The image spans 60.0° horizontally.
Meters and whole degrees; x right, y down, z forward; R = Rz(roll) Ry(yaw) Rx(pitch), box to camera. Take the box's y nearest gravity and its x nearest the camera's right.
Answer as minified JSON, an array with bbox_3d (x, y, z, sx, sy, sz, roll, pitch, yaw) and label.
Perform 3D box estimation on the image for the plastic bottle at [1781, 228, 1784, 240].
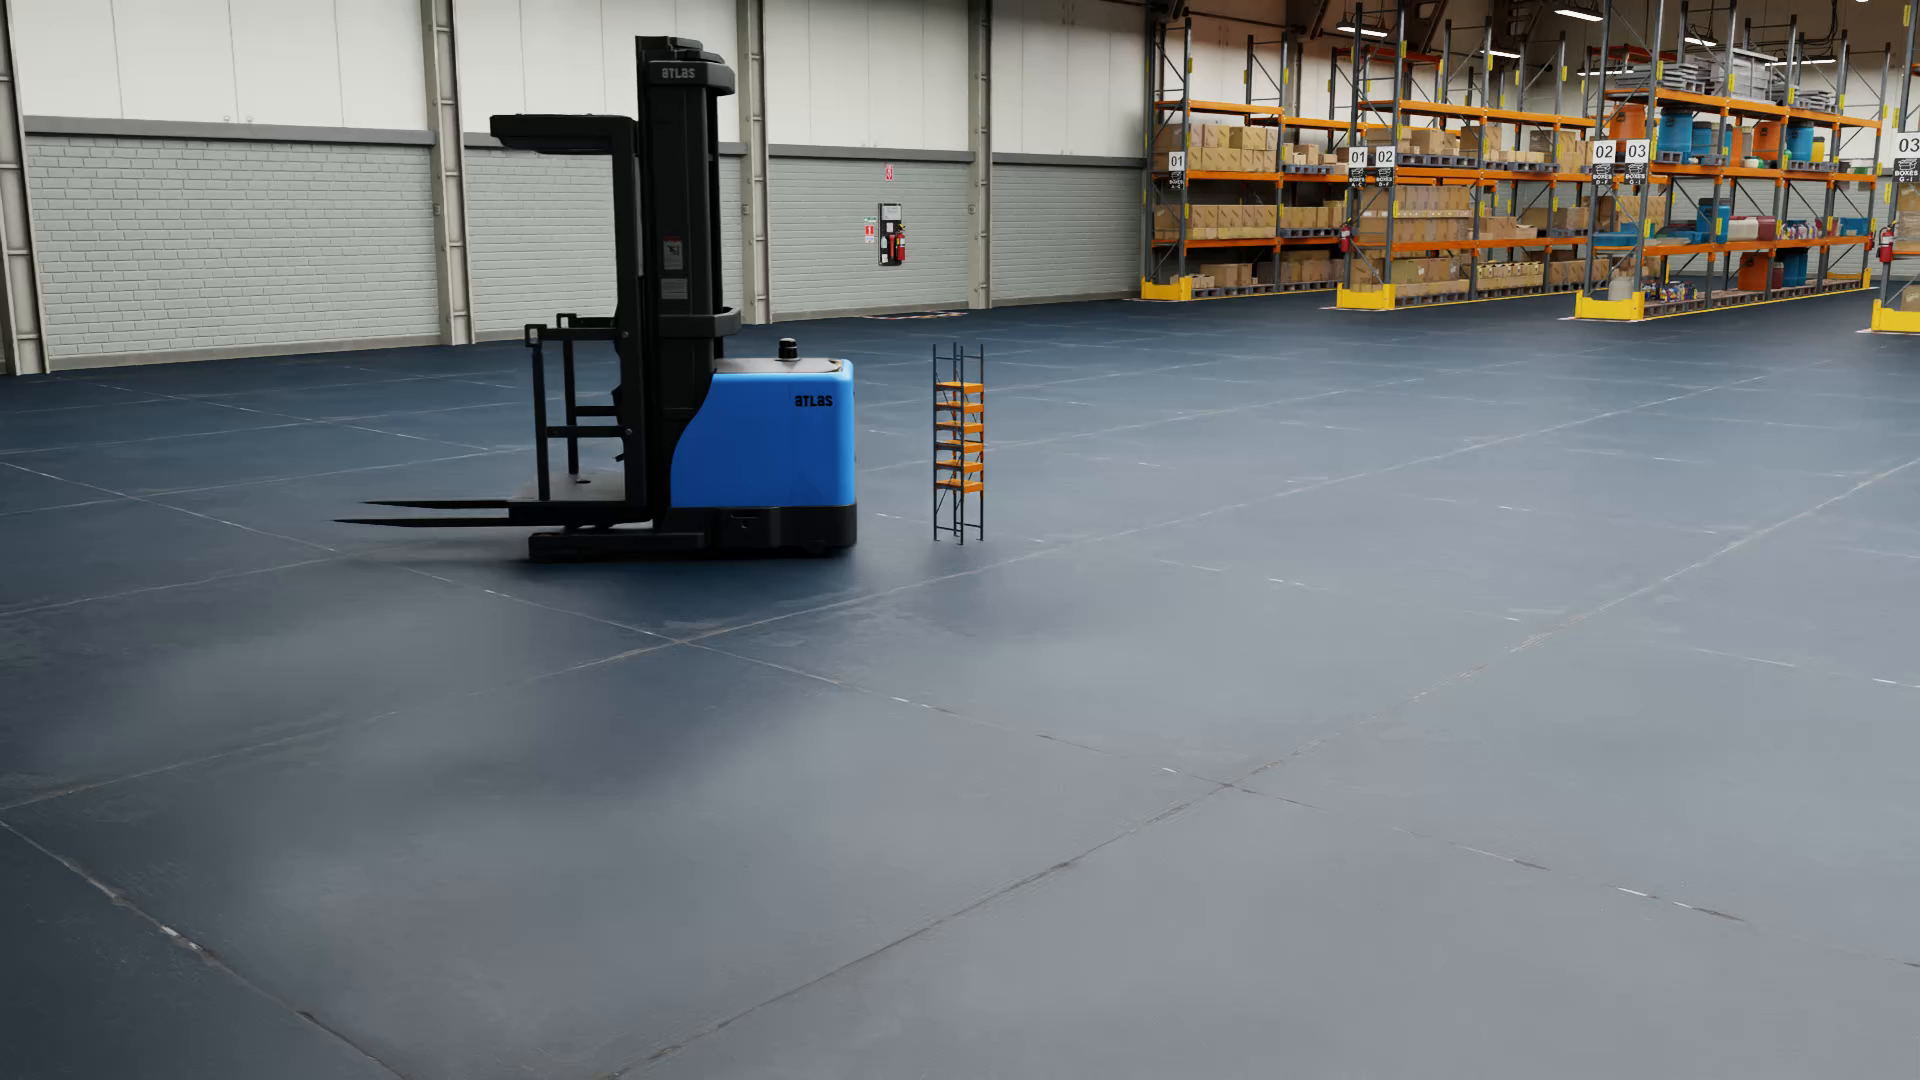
[{"bbox_3d":[18.105,-6.768,36.753,0.152,0.276,0.135,10,15,40],"label":"plastic bottle"}]

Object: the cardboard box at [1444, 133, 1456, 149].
[{"bbox_3d":[10.382,-8.545,35.994,0.500,0.500,0.500,-11,15,-43],"label":"cardboard box"}]

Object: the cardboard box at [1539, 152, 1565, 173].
[{"bbox_3d":[13.815,-8.968,39.539,0.910,0.500,0.500,10,15,40],"label":"cardboard box"}]

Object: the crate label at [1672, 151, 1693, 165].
[{"bbox_3d":[13.474,-7.192,31.283,0.502,0.251,0.408,10,15,40],"label":"crate label"}]

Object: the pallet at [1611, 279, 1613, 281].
[{"bbox_3d":[16.647,-6.701,43.224,1.003,0.211,1.213,10,15,40],"label":"pallet"}]

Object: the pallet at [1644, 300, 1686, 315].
[{"bbox_3d":[13.351,-4.509,32.246,1.003,0.211,1.213,10,15,40],"label":"pallet"}]

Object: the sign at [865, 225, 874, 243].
[{"bbox_3d":[-1.703,-5.765,31.326,0.001,0.329,0.234,10,15,40],"label":"sign"}]

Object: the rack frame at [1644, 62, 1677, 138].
[{"bbox_3d":[18.833,-11.498,44.805,1.000,3.000,0.127,10,15,40],"label":"rack frame"}]

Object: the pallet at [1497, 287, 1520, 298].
[{"bbox_3d":[12.174,-5.717,38.297,1.003,0.211,1.213,10,15,40],"label":"pallet"}]

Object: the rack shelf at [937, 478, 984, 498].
[{"bbox_3d":[-0.010,-0.307,10.139,0.258,0.103,0.180,10,15,40],"label":"rack shelf"}]

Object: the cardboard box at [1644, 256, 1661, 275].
[{"bbox_3d":[18.660,-7.434,45.034,0.500,0.500,0.500,10,15,40],"label":"cardboard box"}]

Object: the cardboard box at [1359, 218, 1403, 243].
[{"bbox_3d":[8.590,-6.318,33.932,0.700,0.500,0.500,10,15,40],"label":"cardboard box"}]

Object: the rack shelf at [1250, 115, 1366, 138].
[{"bbox_3d":[8.509,-10.118,40.752,1.077,0.370,4.000,10,15,40],"label":"rack shelf"}]

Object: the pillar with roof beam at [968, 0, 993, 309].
[{"bbox_3d":[3.634,-8.560,30.092,9.100,9.000,0.400,10,15,40],"label":"pillar with roof beam"}]

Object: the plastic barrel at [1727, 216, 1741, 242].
[{"bbox_3d":[15.911,-6.437,34.434,0.433,0.535,0.433,0,11,0],"label":"plastic barrel"}]

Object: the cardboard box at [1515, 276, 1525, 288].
[{"bbox_3d":[12.717,-5.978,38.432,0.500,0.250,0.500,10,15,42],"label":"cardboard box"}]

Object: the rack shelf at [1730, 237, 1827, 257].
[{"bbox_3d":[18.591,-6.680,37.834,1.077,0.370,4.000,10,15,40],"label":"rack shelf"}]

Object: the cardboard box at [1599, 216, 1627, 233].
[{"bbox_3d":[16.734,-8.057,42.635,0.500,0.500,0.500,10,15,42],"label":"cardboard box"}]

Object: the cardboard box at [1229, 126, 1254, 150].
[{"bbox_3d":[6.371,-9.182,38.007,0.500,0.500,0.500,9,14,38],"label":"cardboard box"}]

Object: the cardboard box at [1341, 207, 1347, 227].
[{"bbox_3d":[9.526,-8.214,42.298,0.700,0.500,0.500,8,14,34],"label":"cardboard box"}]

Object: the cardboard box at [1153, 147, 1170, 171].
[{"bbox_3d":[4.633,-8.466,36.976,0.500,0.500,0.500,-11,16,-43],"label":"cardboard box"}]

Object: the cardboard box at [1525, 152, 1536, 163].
[{"bbox_3d":[12.963,-8.829,38.411,0.500,0.250,0.500,10,15,42],"label":"cardboard box"}]

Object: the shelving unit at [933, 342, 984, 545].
[{"bbox_3d":[-0.010,-0.586,10.083,0.258,1.200,0.189,10,15,40],"label":"shelving unit"}]

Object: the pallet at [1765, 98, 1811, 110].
[{"bbox_3d":[17.770,-9.494,36.272,1.213,0.211,1.003,10,15,40],"label":"pallet"}]

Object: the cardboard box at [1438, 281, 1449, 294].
[{"bbox_3d":[10.114,-5.404,35.558,0.500,0.250,0.500,10,15,40],"label":"cardboard box"}]

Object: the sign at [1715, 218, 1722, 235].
[{"bbox_3d":[15.036,-6.213,32.952,0.100,0.325,0.005,10,15,40],"label":"sign"}]

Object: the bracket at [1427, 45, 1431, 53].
[{"bbox_3d":[12.822,-13.545,45.861,0.235,0.232,0.430,10,15,40],"label":"bracket"}]

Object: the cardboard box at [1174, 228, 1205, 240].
[{"bbox_3d":[5.109,-6.809,36.977,0.500,0.250,0.500,9,15,39],"label":"cardboard box"}]

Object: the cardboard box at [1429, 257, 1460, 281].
[{"bbox_3d":[10.431,-5.848,35.864,0.500,0.500,0.500,10,15,40],"label":"cardboard box"}]

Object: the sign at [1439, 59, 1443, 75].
[{"bbox_3d":[10.497,-10.298,36.208,0.100,0.325,0.005,10,15,40],"label":"sign"}]

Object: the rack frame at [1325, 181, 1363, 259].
[{"bbox_3d":[9.829,-8.019,42.703,1.000,3.000,0.127,10,15,40],"label":"rack frame"}]

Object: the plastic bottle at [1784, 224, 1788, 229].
[{"bbox_3d":[18.620,-6.963,37.540,0.144,0.351,0.185,10,15,40],"label":"plastic bottle"}]

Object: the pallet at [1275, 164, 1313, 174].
[{"bbox_3d":[7.676,-8.887,39.867,1.213,0.211,1.003,10,15,40],"label":"pallet"}]

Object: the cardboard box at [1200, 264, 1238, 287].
[{"bbox_3d":[5.971,-6.108,38.391,0.700,0.500,0.500,9,14,37],"label":"cardboard box"}]

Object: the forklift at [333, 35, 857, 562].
[{"bbox_3d":[-2.144,-1.415,9.812,3.031,2.935,1.130,-1,11,-3],"label":"forklift"}]

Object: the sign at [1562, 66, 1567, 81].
[{"bbox_3d":[13.972,-10.786,38.448,0.100,0.325,0.005,10,15,40],"label":"sign"}]

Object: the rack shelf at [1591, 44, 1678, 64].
[{"bbox_3d":[17.513,-12.481,43.076,1.077,0.370,4.000,10,15,40],"label":"rack shelf"}]

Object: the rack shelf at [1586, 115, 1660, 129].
[{"bbox_3d":[17.513,-10.850,43.402,1.077,0.370,4.000,10,15,40],"label":"rack shelf"}]

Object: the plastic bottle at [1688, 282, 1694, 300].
[{"bbox_3d":[14.422,-4.935,32.899,0.144,0.351,0.185,9,15,39],"label":"plastic bottle"}]

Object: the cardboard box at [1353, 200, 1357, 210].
[{"bbox_3d":[10.341,-8.629,42.778,0.500,0.250,0.500,10,15,42],"label":"cardboard box"}]

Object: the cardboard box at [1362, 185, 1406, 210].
[{"bbox_3d":[8.624,-6.962,33.844,0.700,0.500,0.500,10,15,41],"label":"cardboard box"}]

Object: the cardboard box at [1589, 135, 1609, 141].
[{"bbox_3d":[16.485,-10.055,42.427,0.700,0.500,0.500,10,15,40],"label":"cardboard box"}]

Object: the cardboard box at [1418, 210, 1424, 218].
[{"bbox_3d":[9.373,-6.751,34.444,0.380,0.149,0.250,9,14,38],"label":"cardboard box"}]

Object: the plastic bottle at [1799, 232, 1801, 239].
[{"bbox_3d":[19.022,-6.927,37.743,0.097,0.201,0.097,0,11,0],"label":"plastic bottle"}]

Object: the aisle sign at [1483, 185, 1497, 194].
[{"bbox_3d":[15.383,-10.443,48.200,0.394,0.787,0.004,10,15,40],"label":"aisle sign"}]

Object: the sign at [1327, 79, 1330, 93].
[{"bbox_3d":[9.410,-11.568,42.365,0.100,0.325,0.005,10,15,40],"label":"sign"}]

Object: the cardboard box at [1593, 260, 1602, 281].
[{"bbox_3d":[15.750,-6.777,41.740,0.500,0.500,0.500,10,15,41],"label":"cardboard box"}]

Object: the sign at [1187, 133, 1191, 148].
[{"bbox_3d":[4.956,-8.672,36.080,0.100,0.325,0.005,10,15,40],"label":"sign"}]

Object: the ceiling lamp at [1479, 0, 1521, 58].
[{"bbox_3d":[14.026,-13.927,42.059,0.800,3.185,2.000,10,15,40],"label":"ceiling lamp"}]

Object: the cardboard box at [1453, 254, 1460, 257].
[{"bbox_3d":[13.715,-7.833,47.082,0.700,0.500,0.500,10,15,42],"label":"cardboard box"}]

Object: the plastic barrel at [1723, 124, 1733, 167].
[{"bbox_3d":[15.667,-8.162,34.479,0.600,0.901,0.708,10,15,40],"label":"plastic barrel"}]

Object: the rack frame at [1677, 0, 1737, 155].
[{"bbox_3d":[14.631,-9.092,32.756,1.000,3.000,0.127,10,15,40],"label":"rack frame"}]

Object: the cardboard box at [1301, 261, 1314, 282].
[{"bbox_3d":[8.333,-6.684,41.274,0.700,0.500,0.500,10,15,41],"label":"cardboard box"}]

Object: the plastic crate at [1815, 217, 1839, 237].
[{"bbox_3d":[20.689,-7.487,39.720,0.402,0.464,0.583,10,15,40],"label":"plastic crate"}]

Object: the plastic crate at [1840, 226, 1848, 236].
[{"bbox_3d":[21.389,-7.527,40.515,0.416,0.233,0.300,10,15,40],"label":"plastic crate"}]

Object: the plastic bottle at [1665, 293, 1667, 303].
[{"bbox_3d":[13.489,-4.647,31.838,0.097,0.201,0.097,0,11,0],"label":"plastic bottle"}]
